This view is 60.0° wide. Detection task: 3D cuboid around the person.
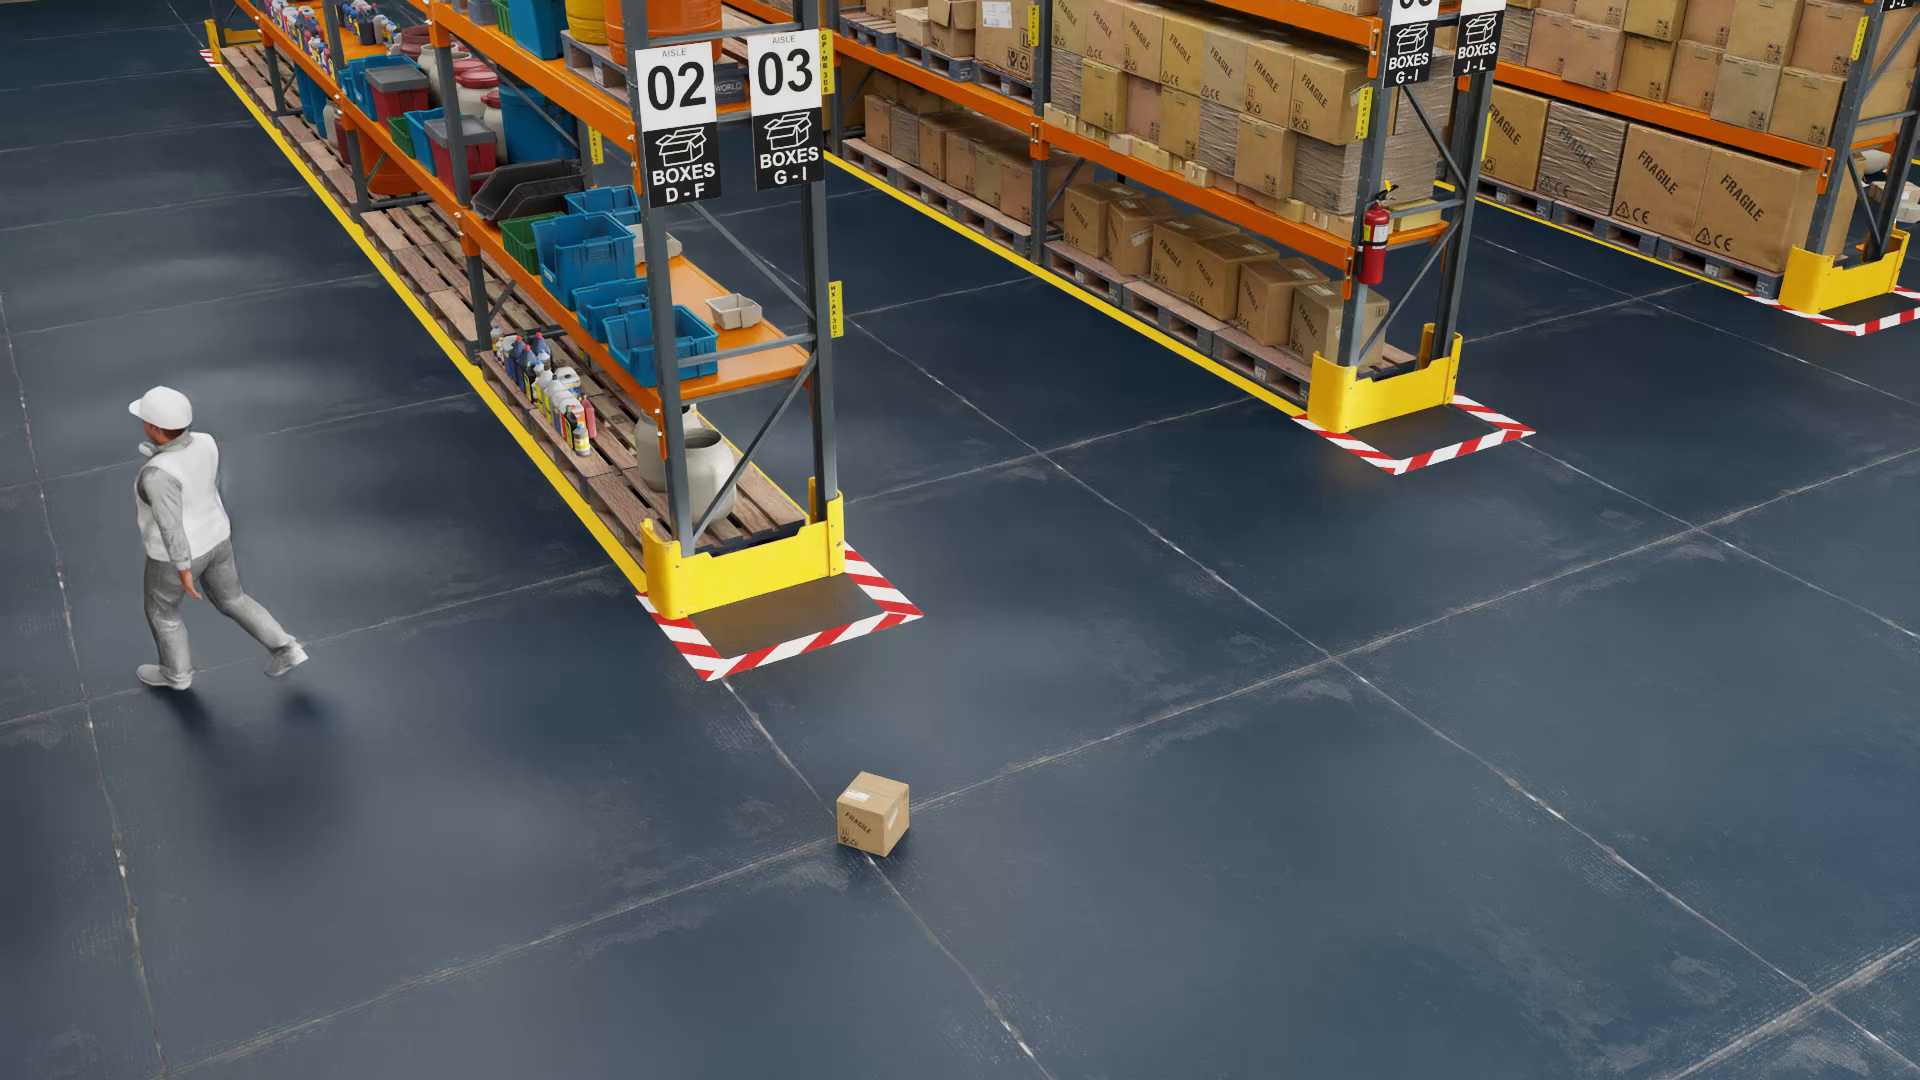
[{"bbox_3d":[-3.928,0.009,8.525,0.949,1.739,0.544,8,30,14],"label":"person"}]
